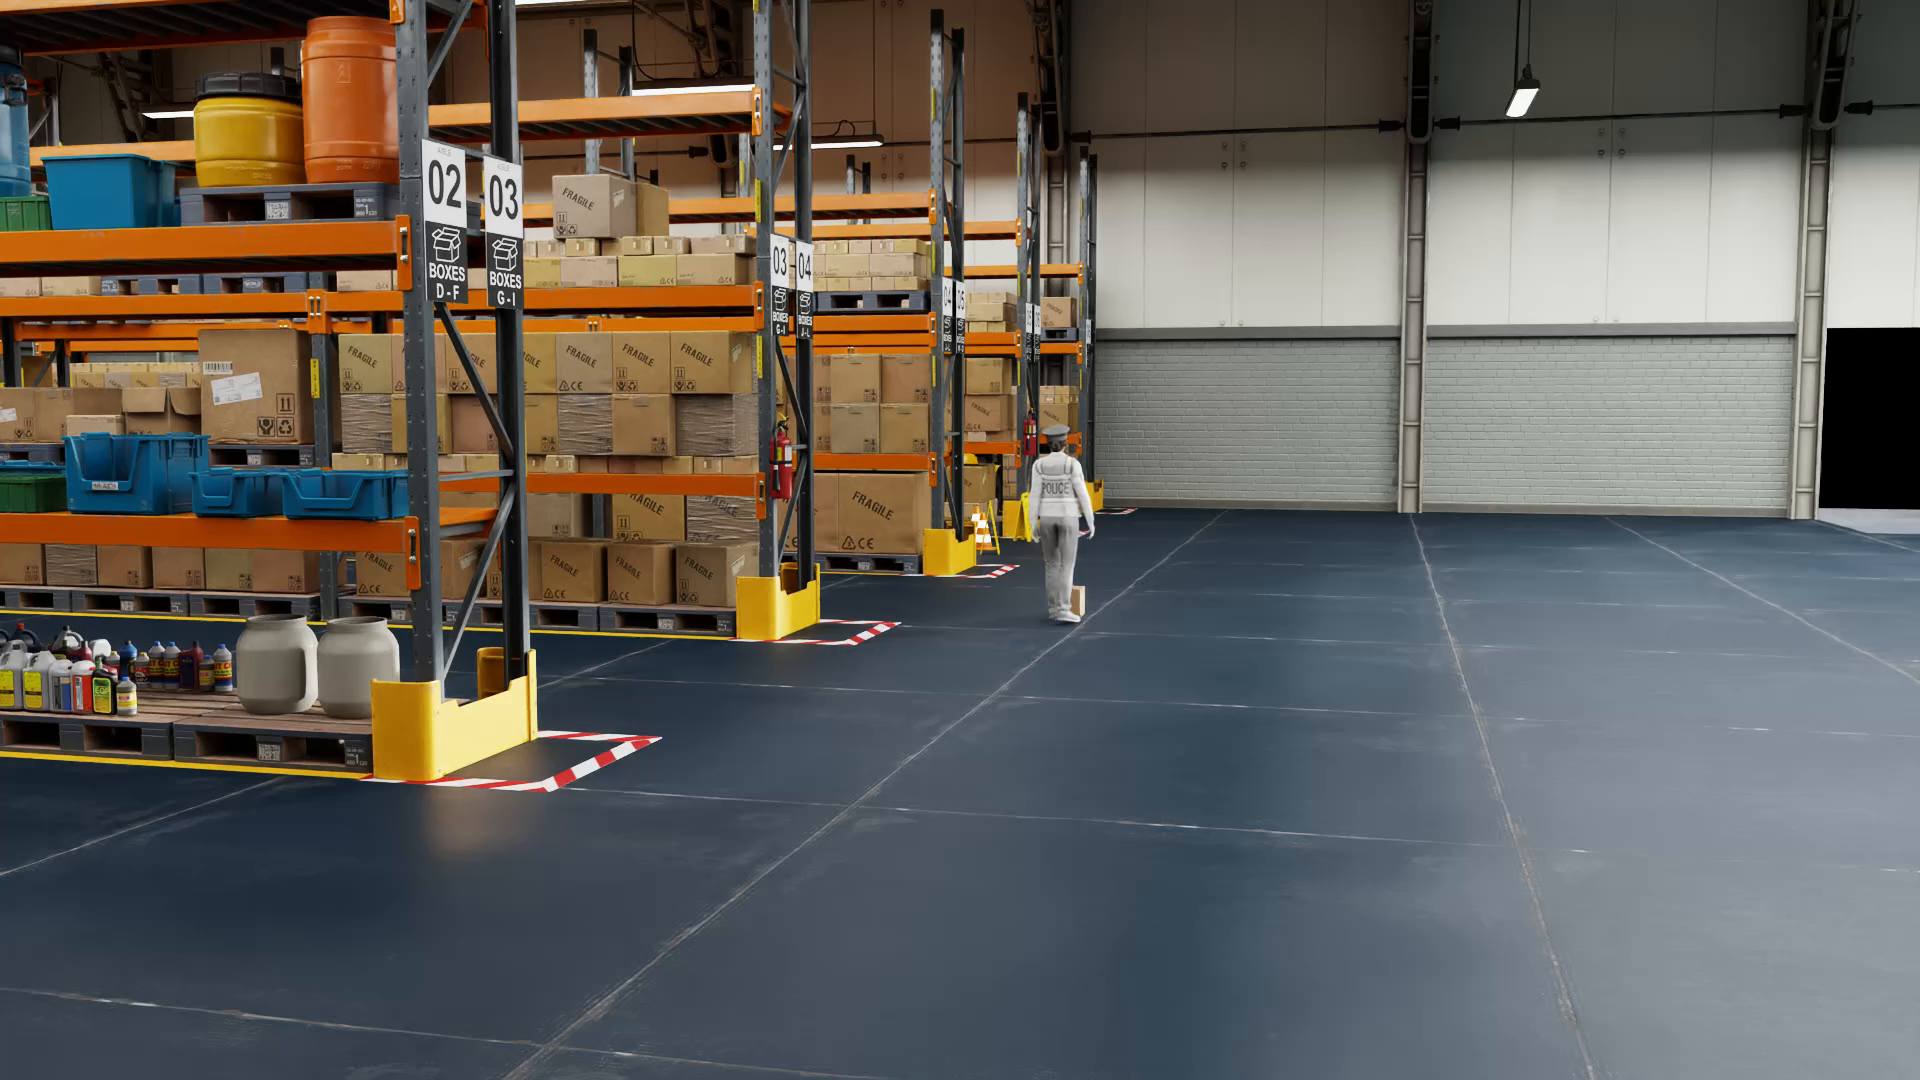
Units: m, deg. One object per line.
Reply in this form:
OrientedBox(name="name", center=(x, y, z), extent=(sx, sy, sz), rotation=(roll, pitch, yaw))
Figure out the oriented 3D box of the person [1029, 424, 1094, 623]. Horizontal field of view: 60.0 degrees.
OrientedBox(name="person", center=(0.887, -0.146, 14.204), extent=(0.534, 1.692, 0.500), rotation=(2, 5, 22))
